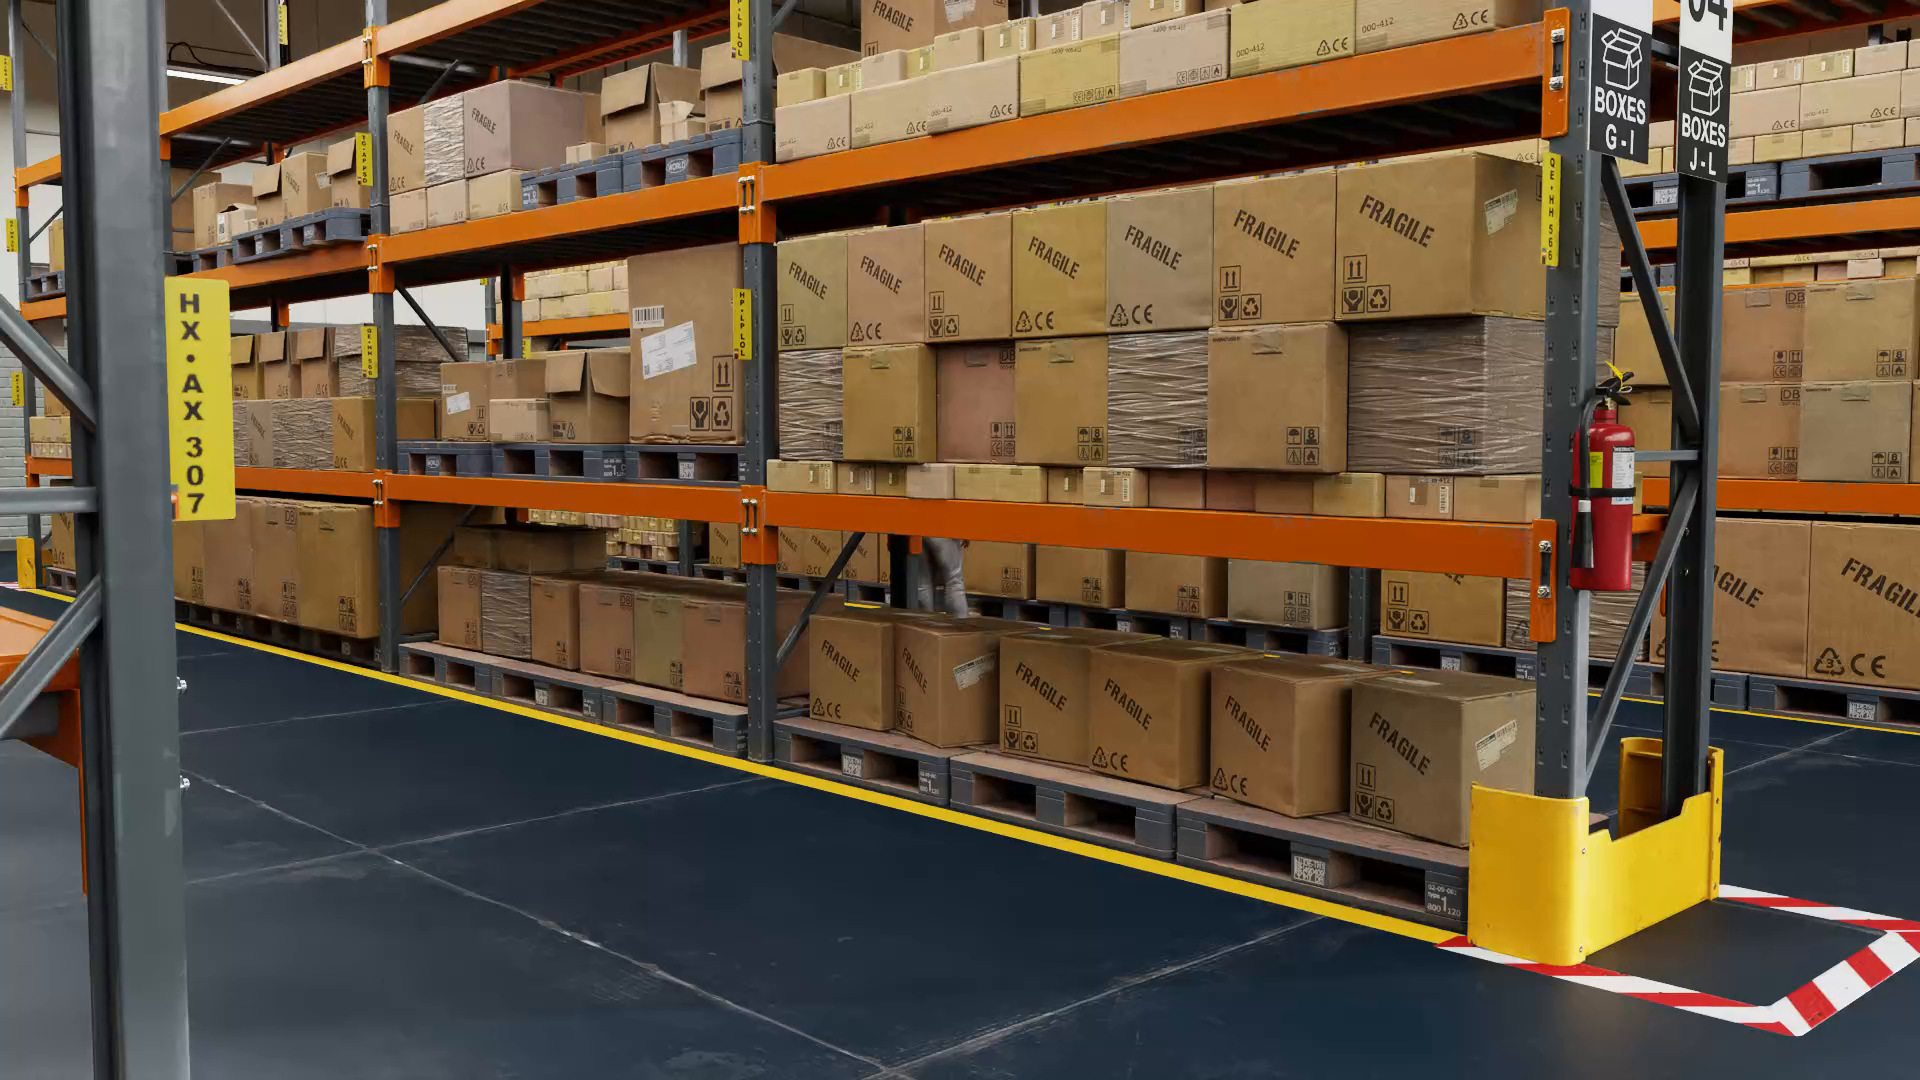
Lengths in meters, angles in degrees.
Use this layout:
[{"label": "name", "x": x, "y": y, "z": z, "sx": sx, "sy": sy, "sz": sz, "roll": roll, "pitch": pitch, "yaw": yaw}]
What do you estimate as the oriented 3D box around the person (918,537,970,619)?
[{"label": "person", "x": -0.148, "y": -0.096, "z": 11.882, "sx": 0.577, "sy": 1.765, "sz": 0.666, "roll": -4, "pitch": 5, "yaw": -44}]
